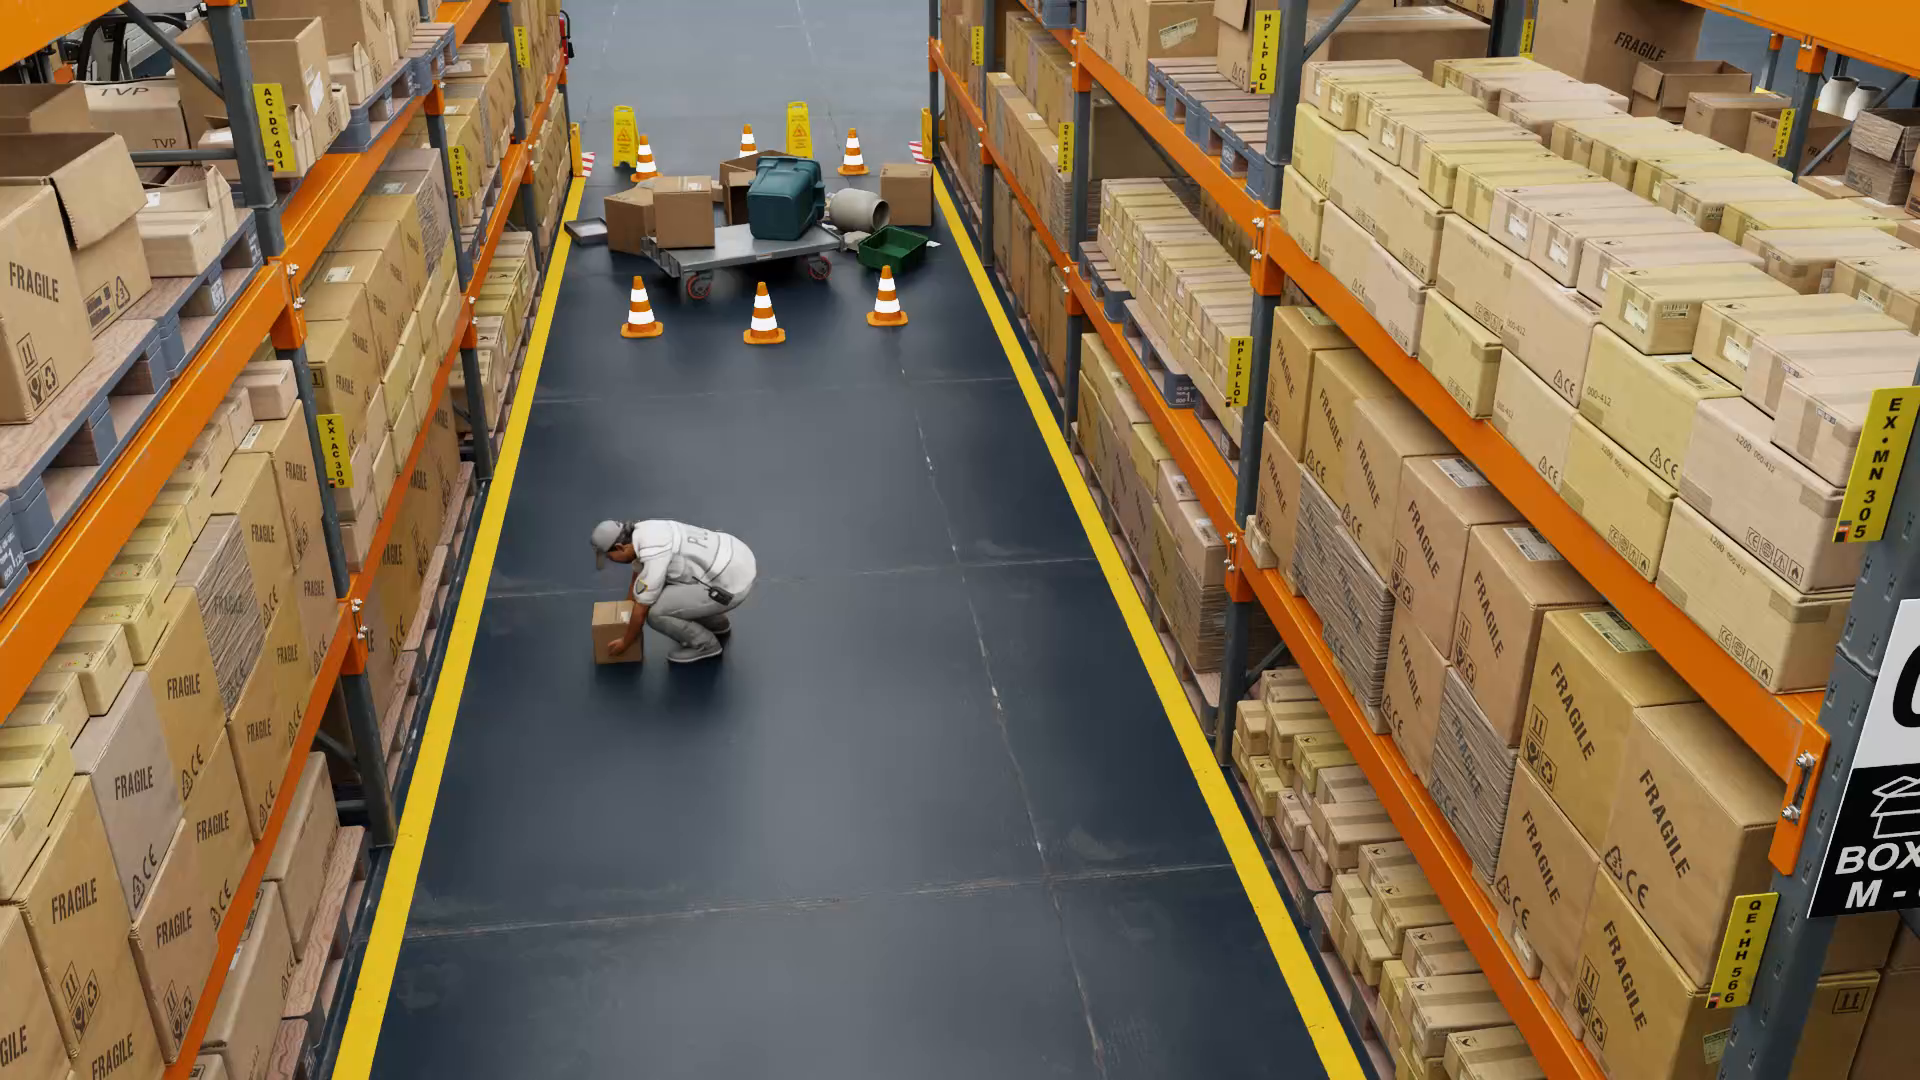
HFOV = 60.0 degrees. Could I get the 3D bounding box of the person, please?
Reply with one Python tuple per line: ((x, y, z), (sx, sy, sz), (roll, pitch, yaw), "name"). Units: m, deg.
((-1.558, 0.233, 9.078), (0.841, 0.838, 0.521), (-4, 28, -7), "person")
